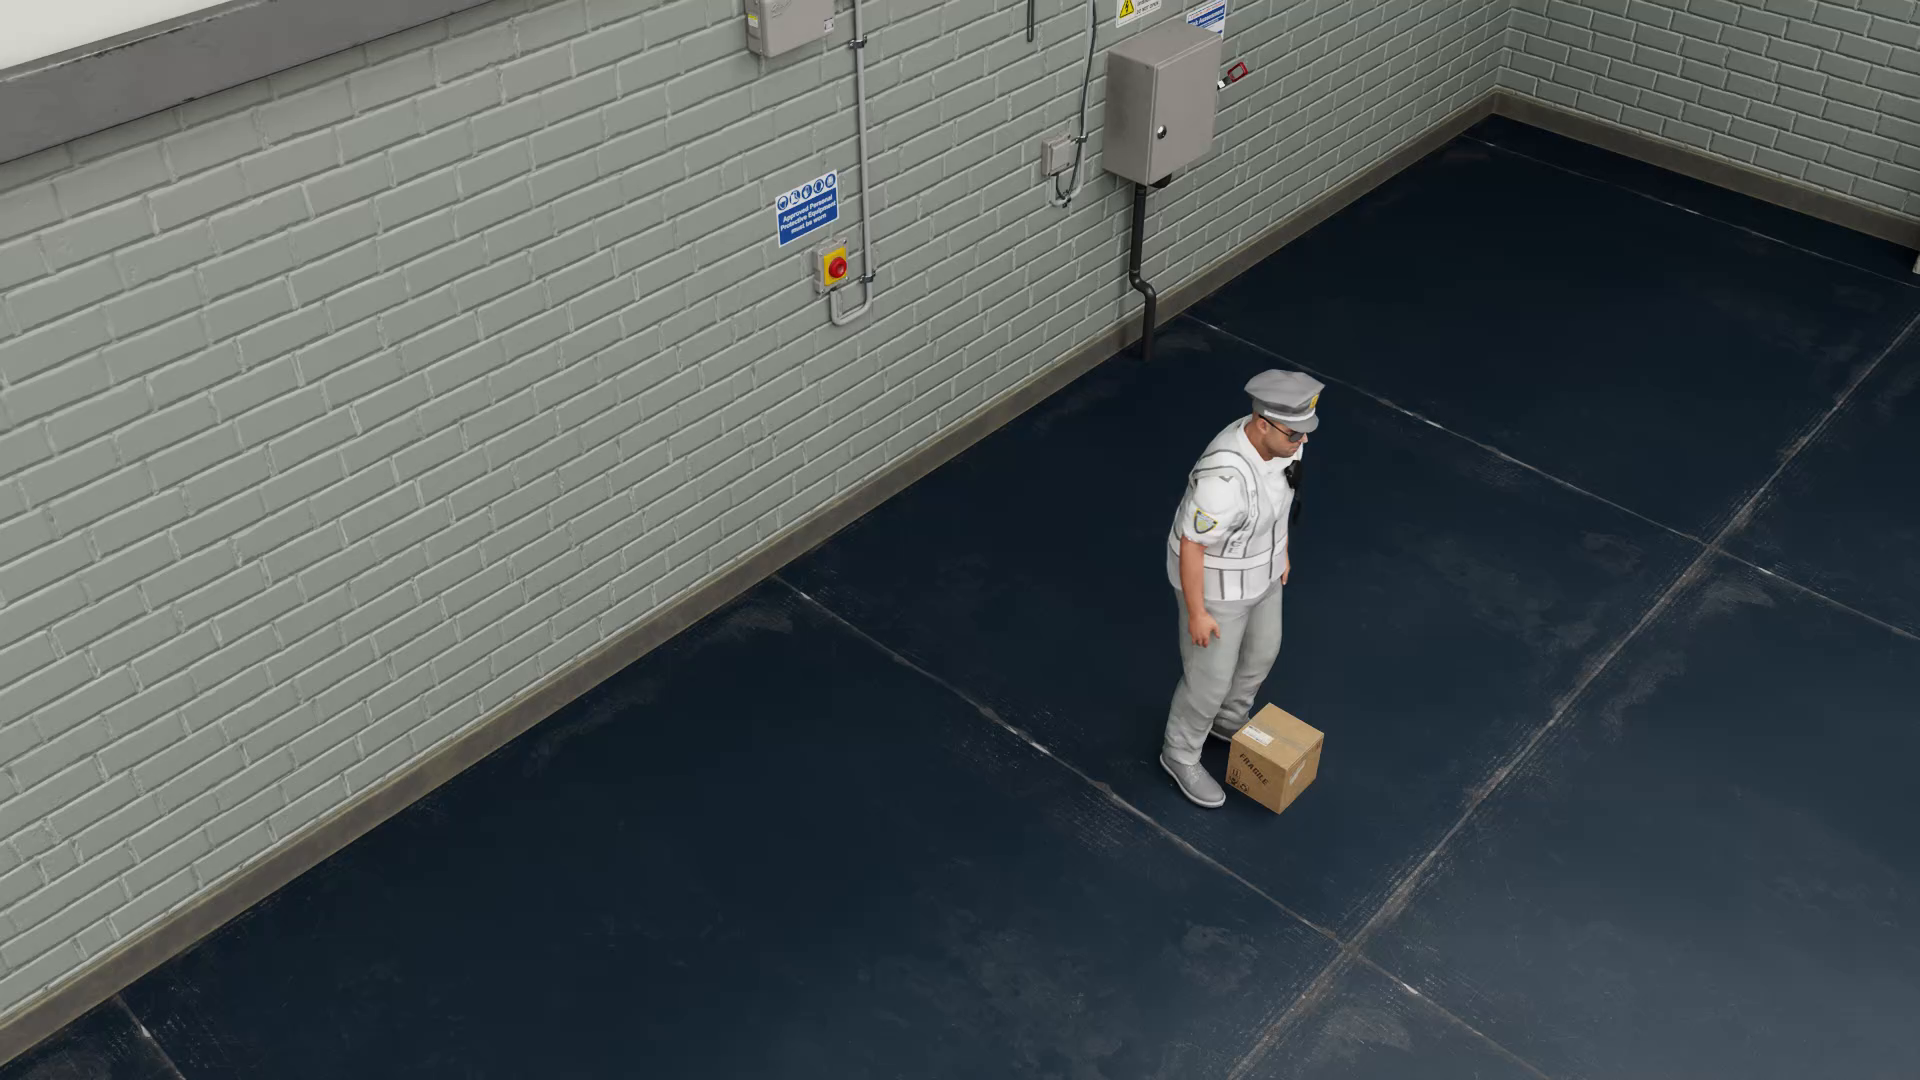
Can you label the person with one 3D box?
[{"bbox_3d":[0.994,0.142,5.974,0.472,1.747,0.585,30,48,31],"label":"person"}]
